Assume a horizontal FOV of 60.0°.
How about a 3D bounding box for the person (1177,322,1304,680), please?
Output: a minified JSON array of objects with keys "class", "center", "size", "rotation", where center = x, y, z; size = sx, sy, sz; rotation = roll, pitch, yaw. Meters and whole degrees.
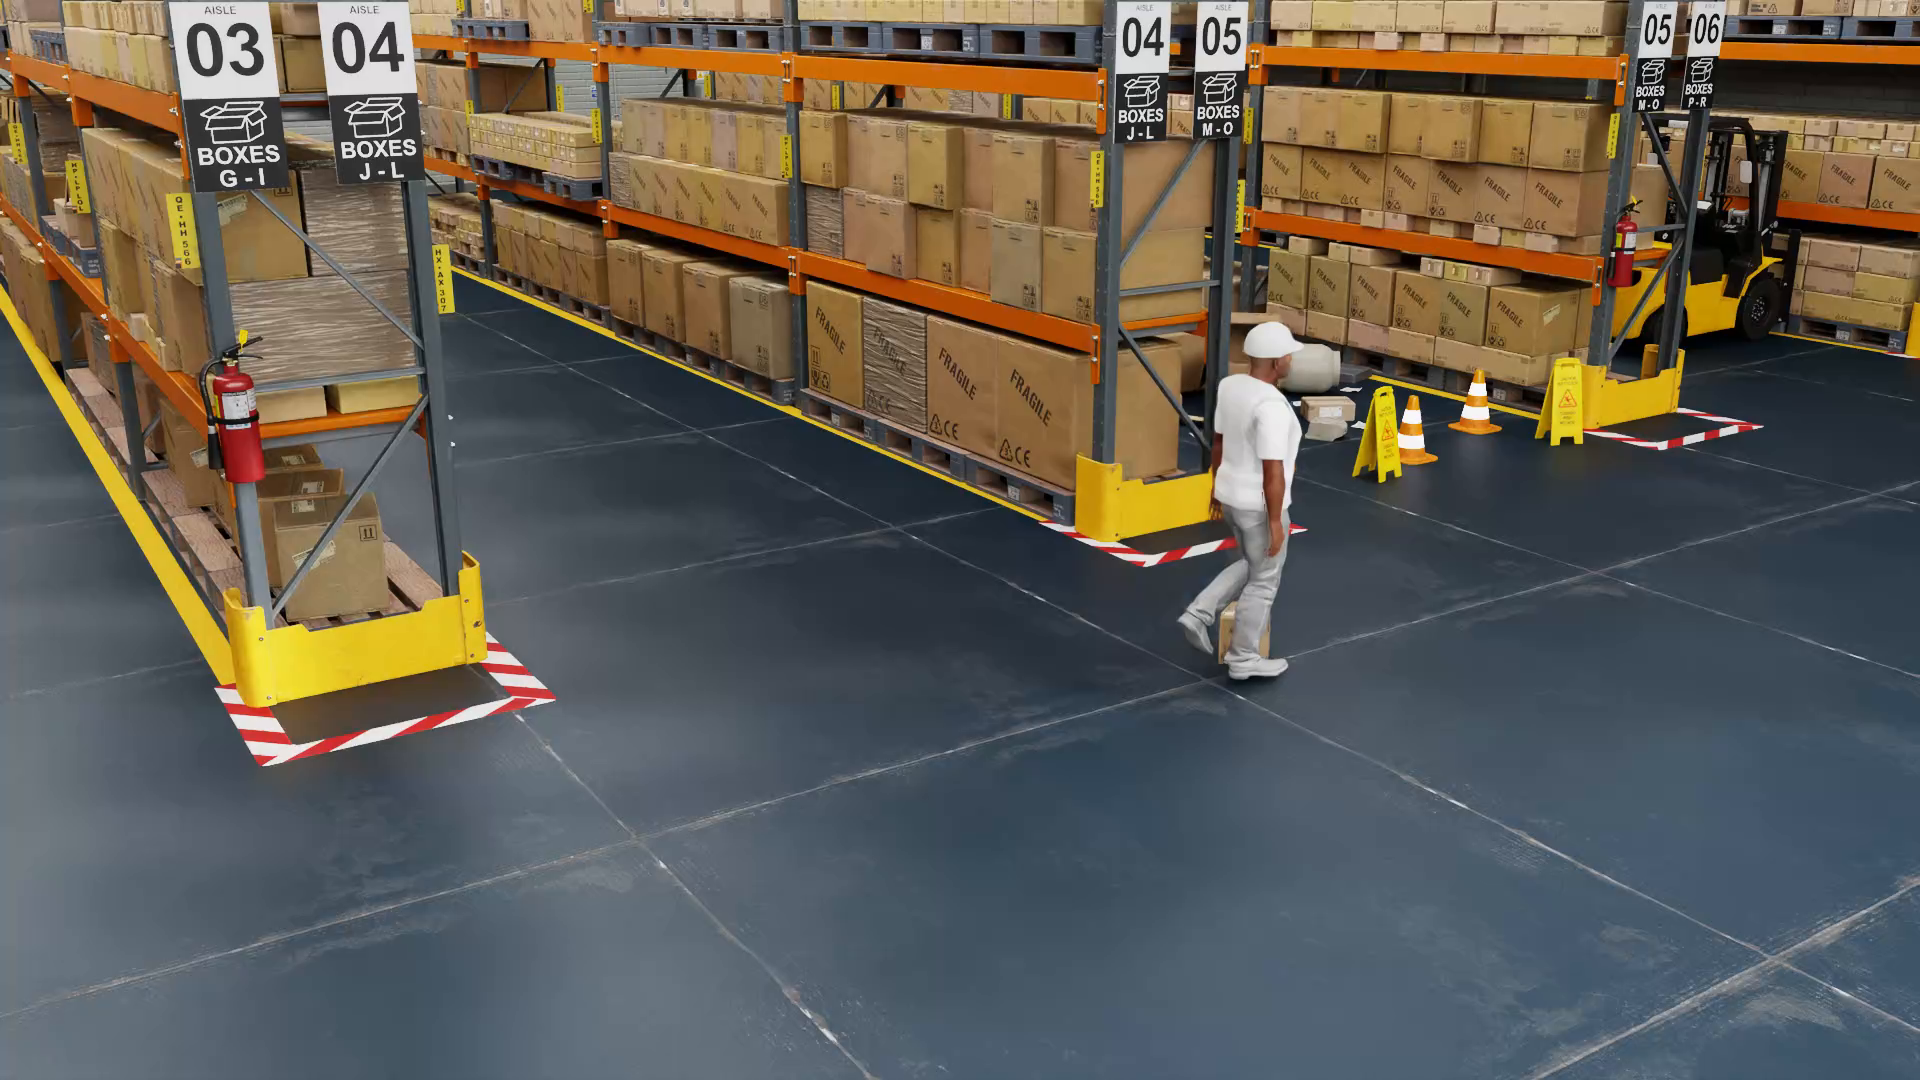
[{"class":"person","center":[1.353,-0.181,8.003],"size":[0.528,1.756,0.596],"rotation":[-5,19,-16]}]
